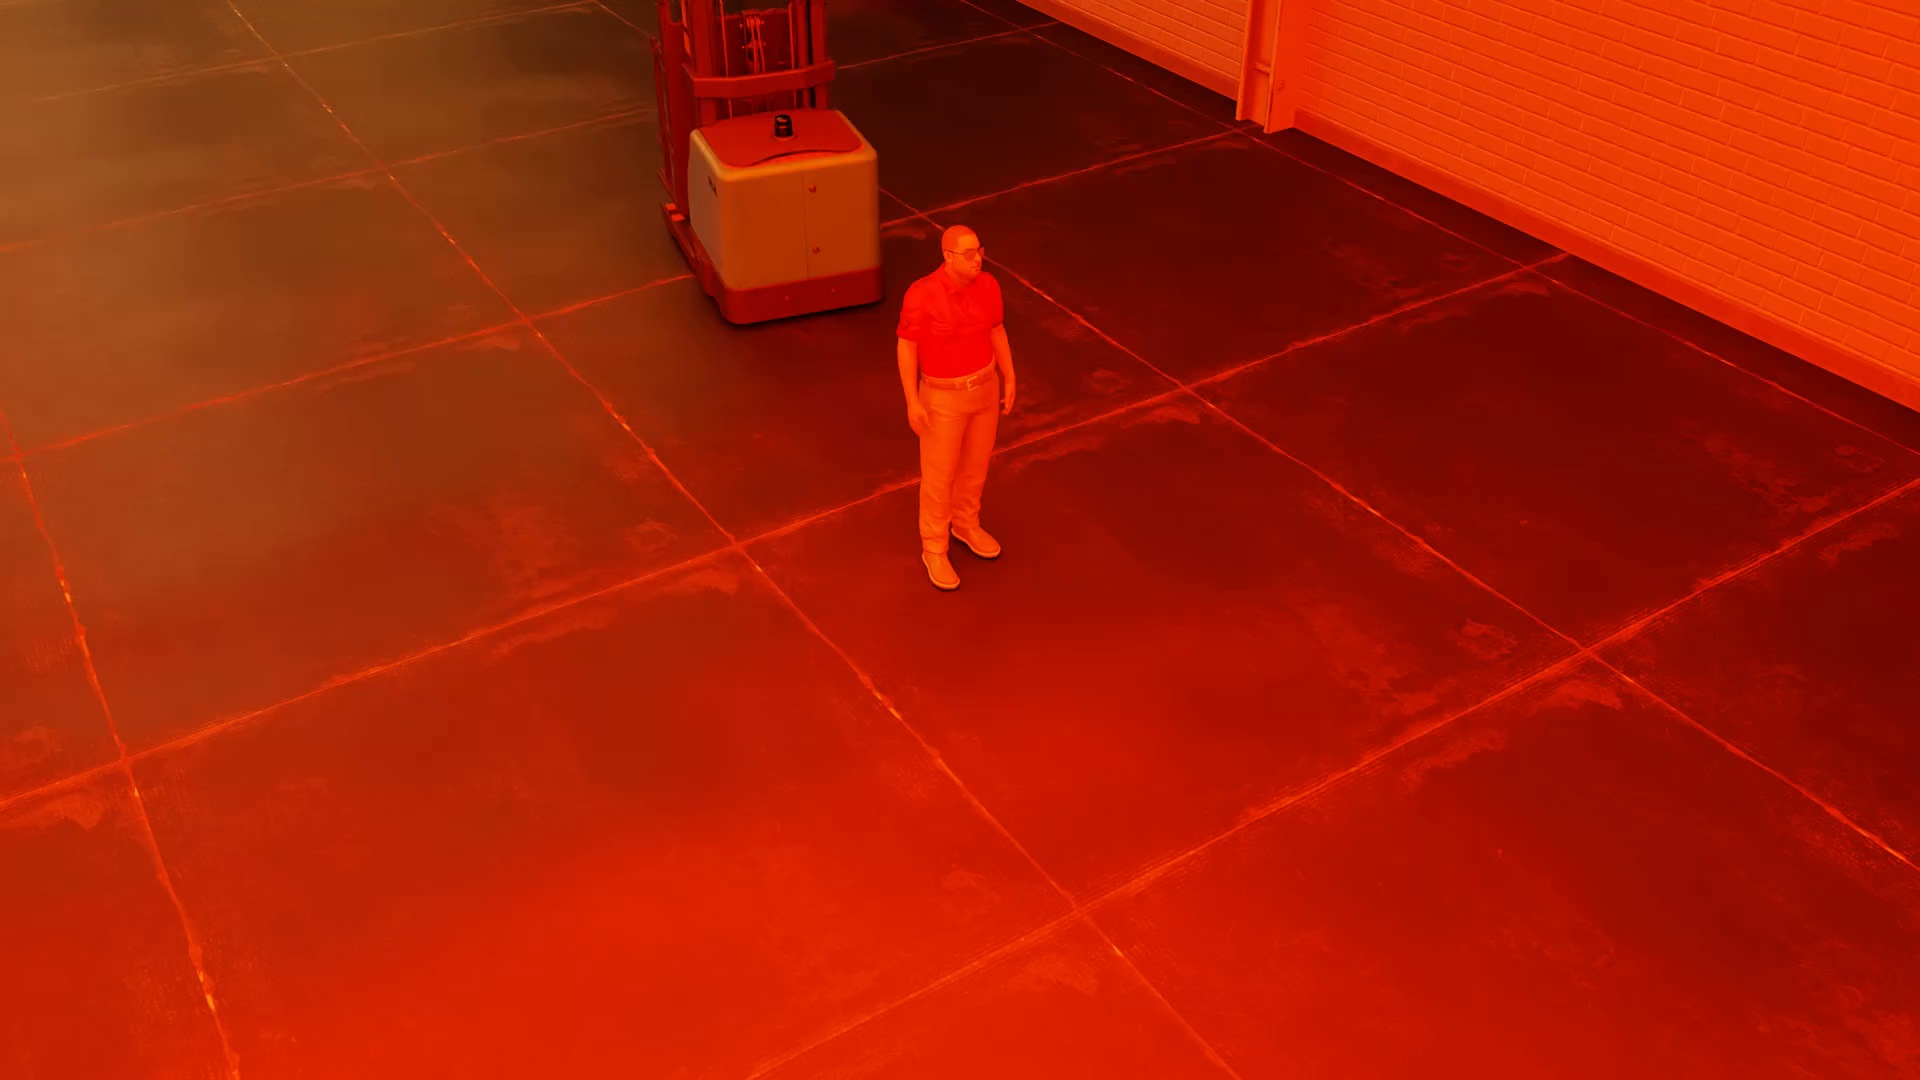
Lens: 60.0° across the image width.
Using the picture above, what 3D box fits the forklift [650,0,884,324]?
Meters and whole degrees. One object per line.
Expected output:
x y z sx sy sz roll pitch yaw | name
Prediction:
-1.491 -3.406 10.995 1.130 2.935 3.031 -12 37 -17 | forklift

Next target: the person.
0.039 -0.666 8.129 0.640 1.727 0.551 -21 40 -27 | person
